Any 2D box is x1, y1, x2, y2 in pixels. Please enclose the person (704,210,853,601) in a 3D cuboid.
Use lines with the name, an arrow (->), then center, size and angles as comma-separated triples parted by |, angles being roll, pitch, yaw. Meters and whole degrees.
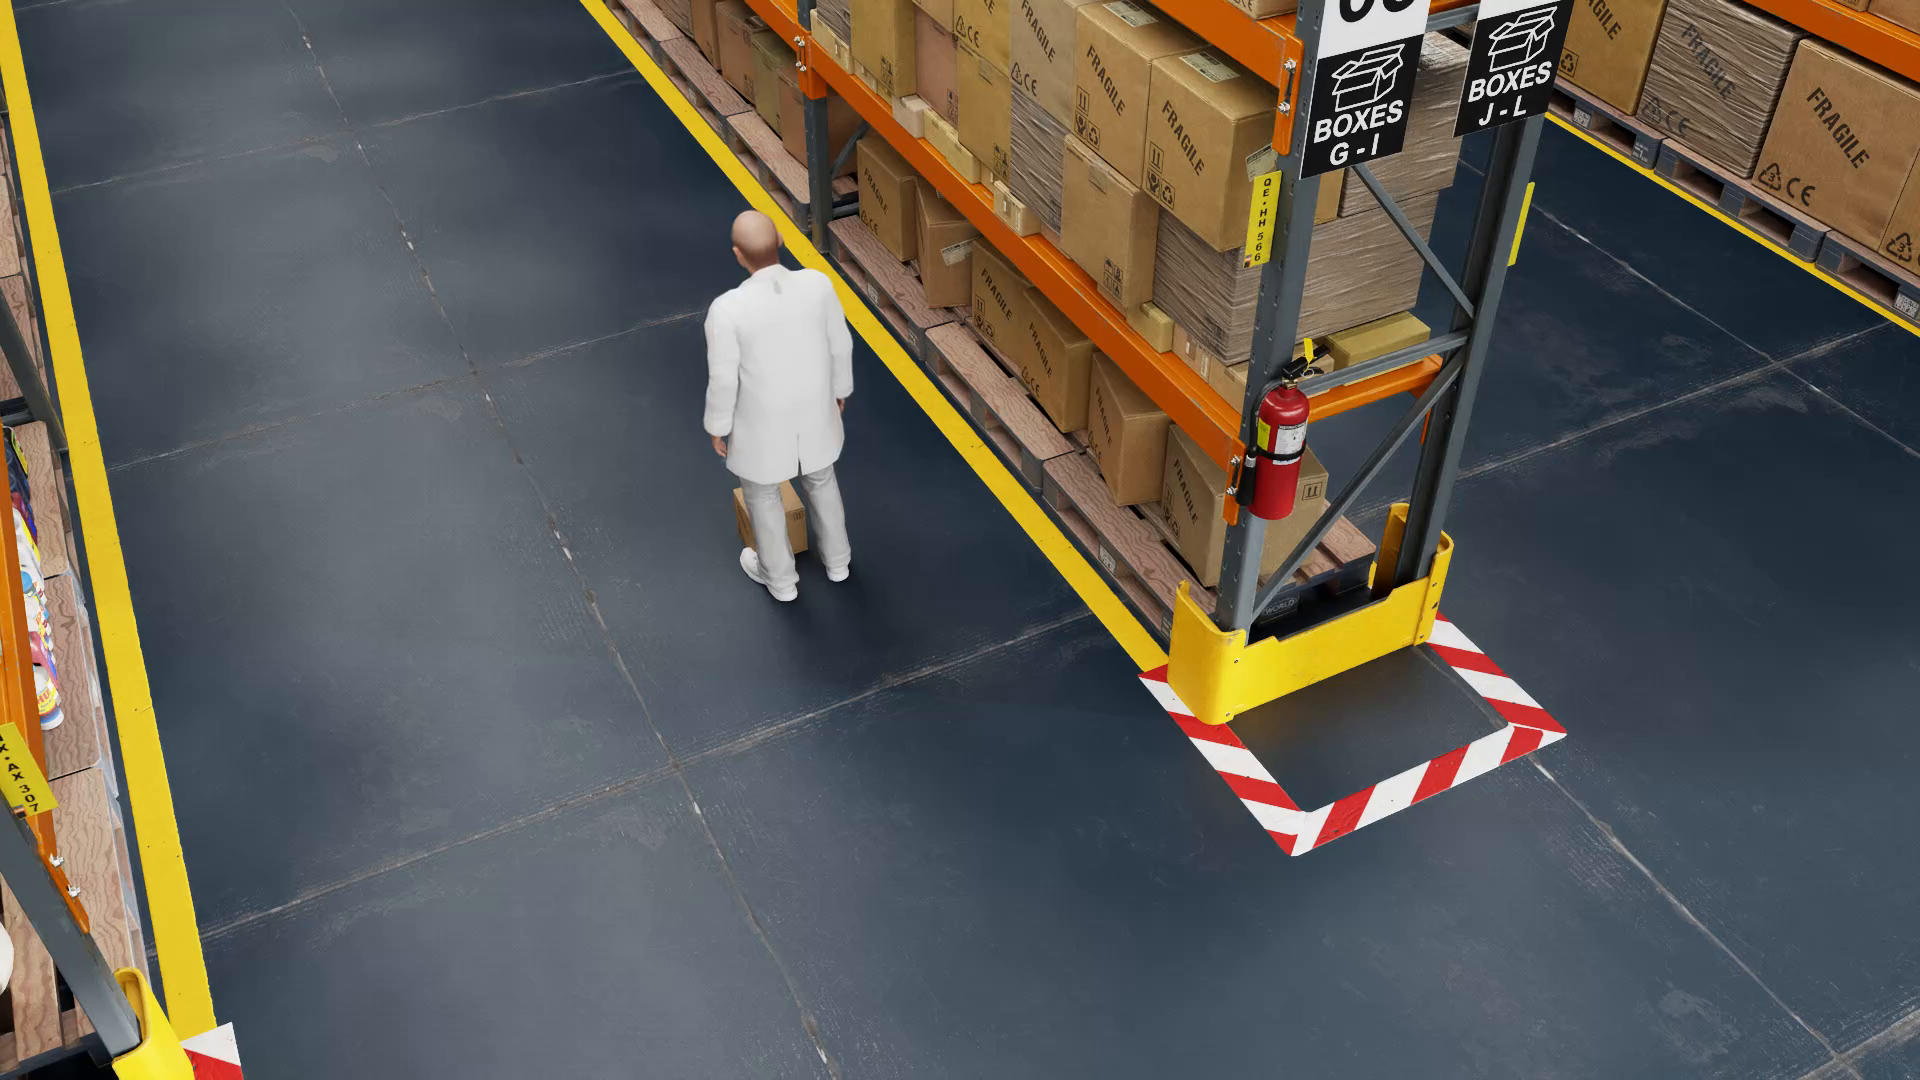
person -> -0.730, -0.524, 6.779 | 0.648, 1.774, 0.418 | -19, 44, -21
